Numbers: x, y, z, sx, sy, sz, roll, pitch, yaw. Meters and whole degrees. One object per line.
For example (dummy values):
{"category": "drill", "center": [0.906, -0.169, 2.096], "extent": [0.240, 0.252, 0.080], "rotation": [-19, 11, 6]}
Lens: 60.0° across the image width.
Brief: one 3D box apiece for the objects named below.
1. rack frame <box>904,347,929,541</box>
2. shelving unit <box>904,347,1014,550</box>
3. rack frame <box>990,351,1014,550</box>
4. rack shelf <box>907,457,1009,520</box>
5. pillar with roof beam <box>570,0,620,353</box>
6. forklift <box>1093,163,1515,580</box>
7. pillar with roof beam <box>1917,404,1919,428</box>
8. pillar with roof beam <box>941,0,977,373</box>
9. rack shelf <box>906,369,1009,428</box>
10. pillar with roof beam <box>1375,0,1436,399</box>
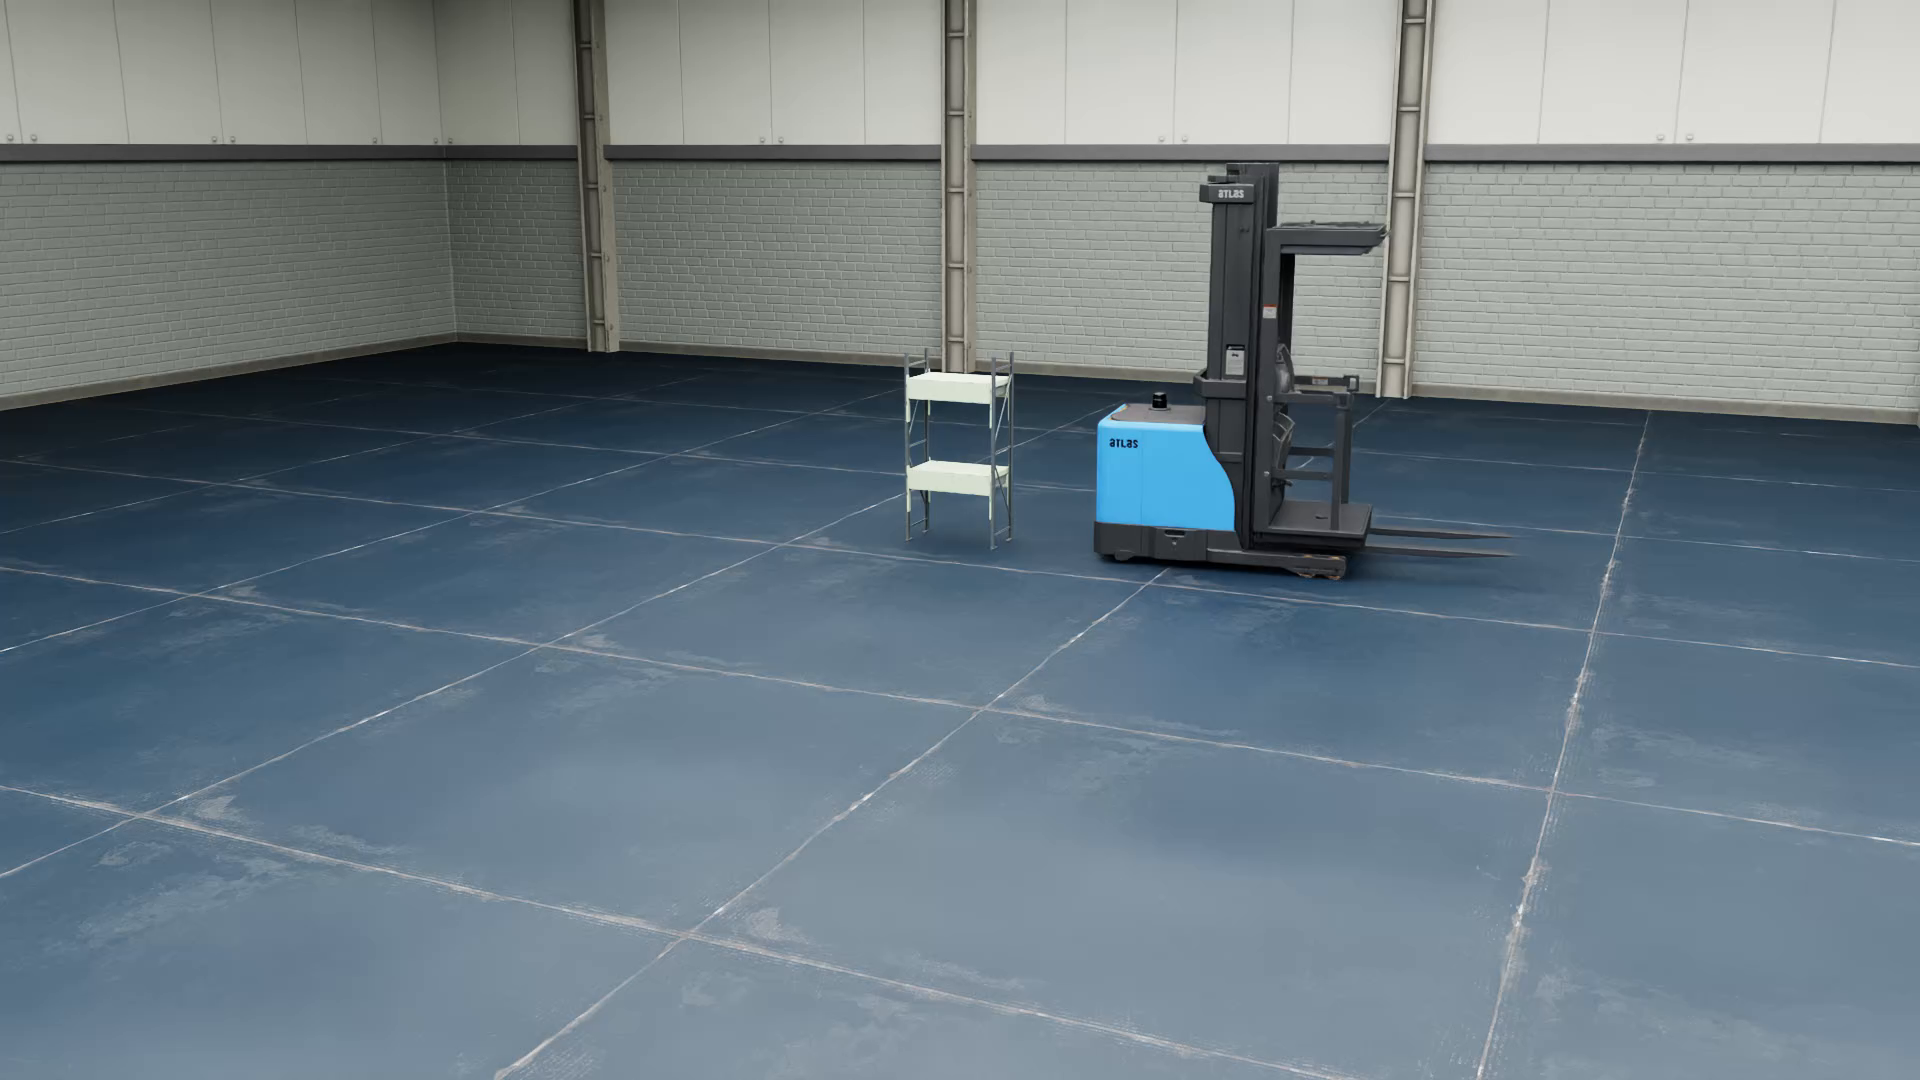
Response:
{"category": "rack frame", "center": [-0.341, -0.765, 13.230], "extent": [0.023, 1.500, 0.400], "rotation": [6, 14, 23]}
{"category": "shelving unit", "center": [-0.006, -0.731, 13.086], "extent": [0.755, 1.500, 0.431], "rotation": [6, 14, 23]}
{"category": "rack frame", "center": [0.329, -0.697, 12.942], "extent": [0.023, 1.500, 0.400], "rotation": [6, 14, 23]}
{"category": "rack shelf", "center": [-0.006, -0.413, 13.161], "extent": [0.720, 0.370, 0.431], "rotation": [6, 14, 23]}
{"category": "pillar with roof beam", "center": [-7.246, -6.405, 20.853], "extent": [0.400, 9.000, 9.100], "rotation": [6, 14, 23]}
{"category": "forklift", "center": [2.587, -1.273, 12.266], "extent": [3.031, 2.935, 1.130], "rotation": [4, 14, 16]}
{"category": "pillar with roof beam", "center": [9.211, -4.740, 13.755], "extent": [0.400, 9.000, 9.100], "rotation": [6, 14, 23]}
{"category": "pillar with roof beam", "center": [-1.761, -5.850, 18.487], "extent": [0.400, 9.000, 9.100], "rotation": [6, 14, 23]}
{"category": "rack shelf", "center": [-0.006, -1.111, 12.997], "extent": [0.720, 0.370, 0.431], "rotation": [6, 14, 23]}
{"category": "pillar with roof beam", "center": [3.725, -5.295, 16.121], "extent": [0.400, 9.000, 9.100], "rotation": [6, 14, 23]}
